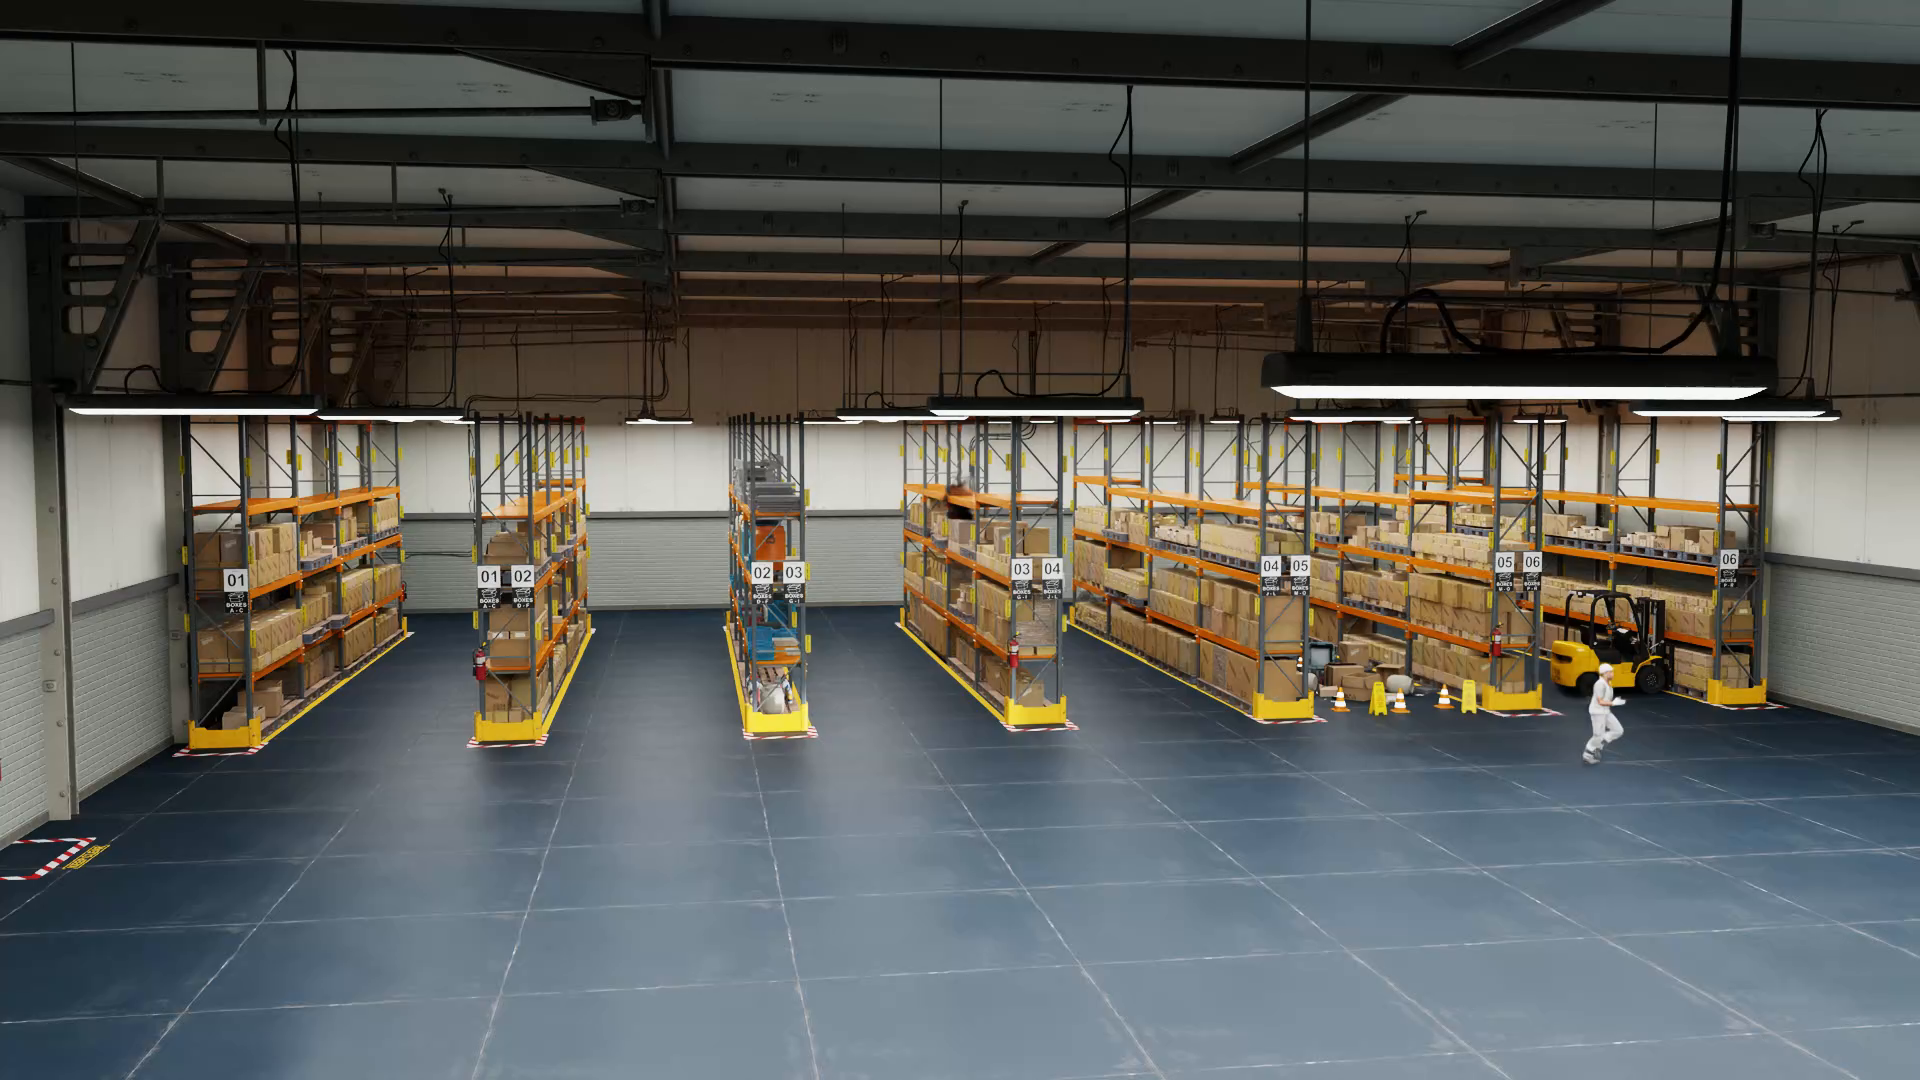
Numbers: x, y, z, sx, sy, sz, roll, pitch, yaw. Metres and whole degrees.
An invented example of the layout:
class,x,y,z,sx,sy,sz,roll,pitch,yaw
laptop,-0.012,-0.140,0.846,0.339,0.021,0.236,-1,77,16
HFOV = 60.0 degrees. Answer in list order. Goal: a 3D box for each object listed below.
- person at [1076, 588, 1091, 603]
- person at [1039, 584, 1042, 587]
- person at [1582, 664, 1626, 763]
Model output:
class,x,y,z,sx,sy,sz,roll,pitch,yaw
person,3.754,1.474,49.938,0.610,1.752,0.743,2,5,31
person,1.981,1.844,39.902,0.631,1.900,0.705,-1,4,-11
person,10.872,2.933,28.039,0.726,1.727,0.704,3,5,38
